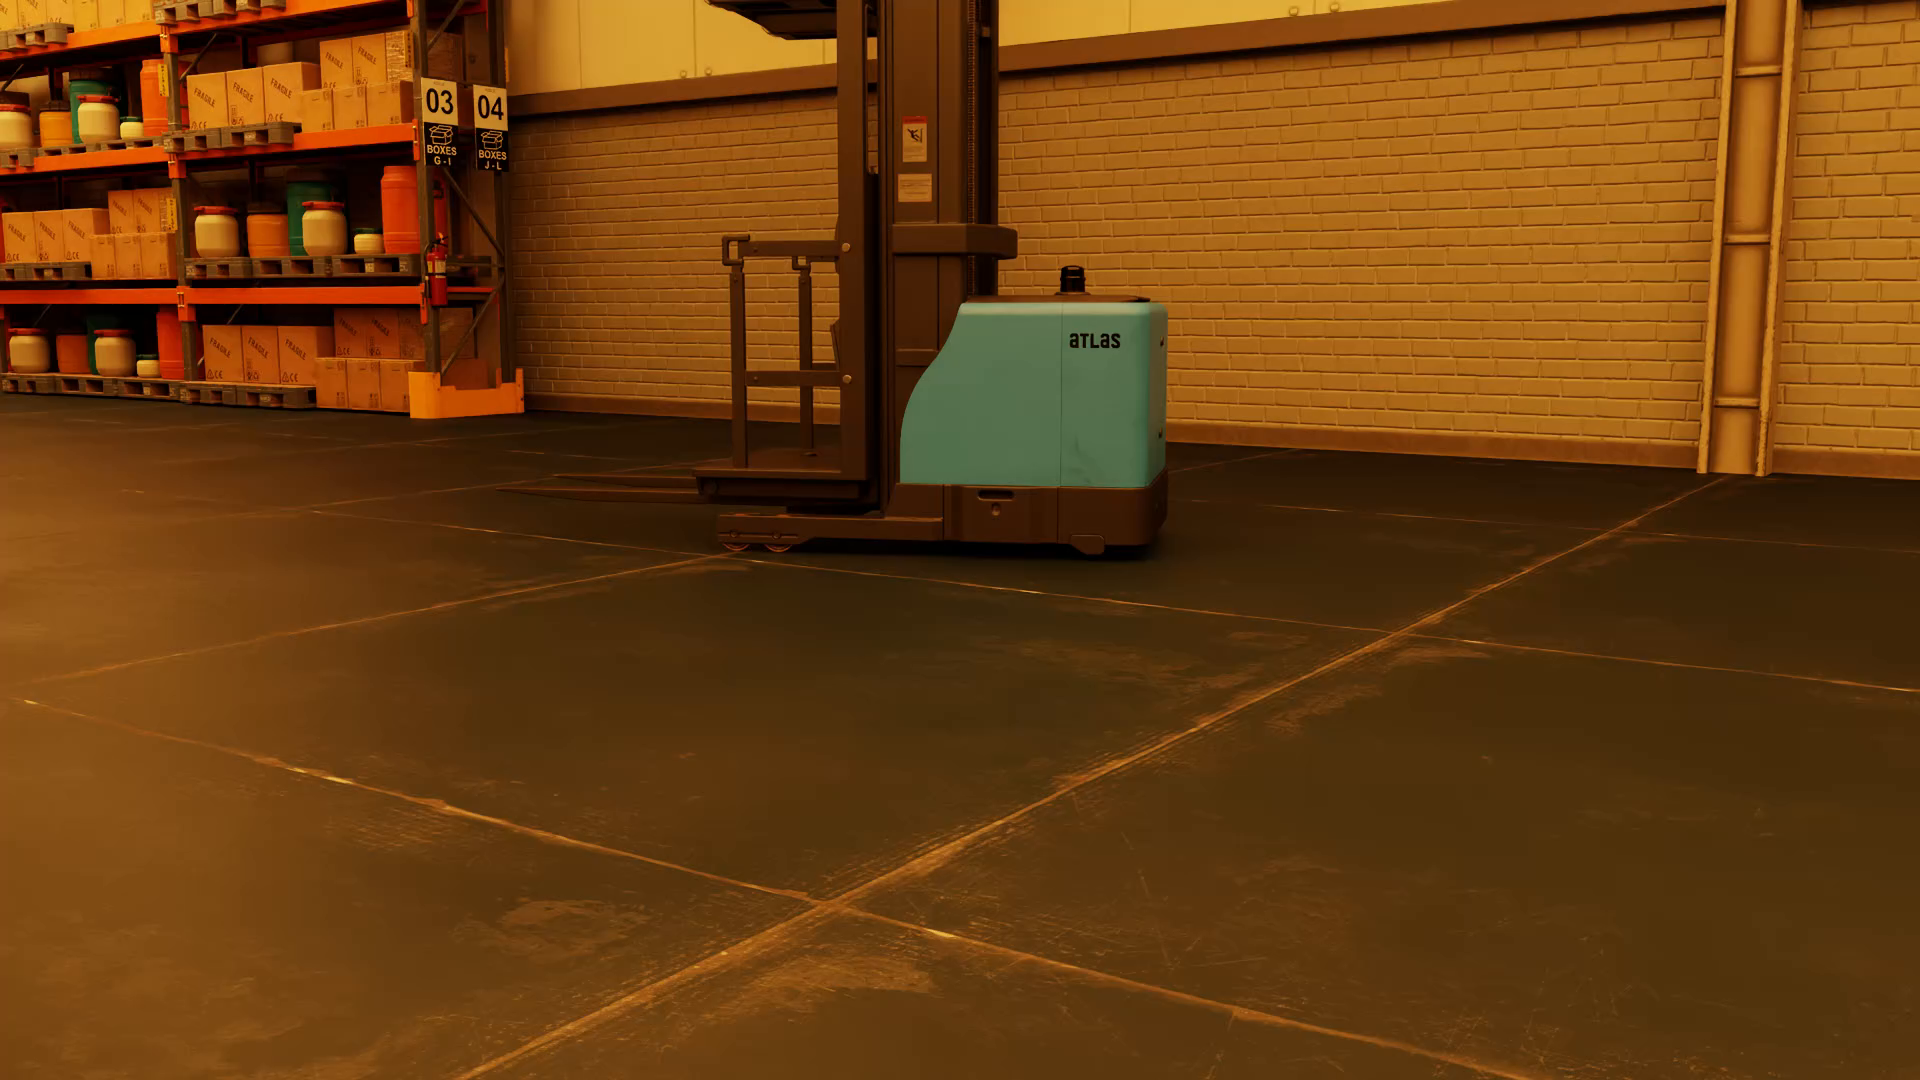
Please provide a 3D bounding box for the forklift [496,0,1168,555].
[{"bbox_3d":[-0.596,-1.469,7.520,3.031,2.935,1.130,2,8,12],"label":"forklift"}]
